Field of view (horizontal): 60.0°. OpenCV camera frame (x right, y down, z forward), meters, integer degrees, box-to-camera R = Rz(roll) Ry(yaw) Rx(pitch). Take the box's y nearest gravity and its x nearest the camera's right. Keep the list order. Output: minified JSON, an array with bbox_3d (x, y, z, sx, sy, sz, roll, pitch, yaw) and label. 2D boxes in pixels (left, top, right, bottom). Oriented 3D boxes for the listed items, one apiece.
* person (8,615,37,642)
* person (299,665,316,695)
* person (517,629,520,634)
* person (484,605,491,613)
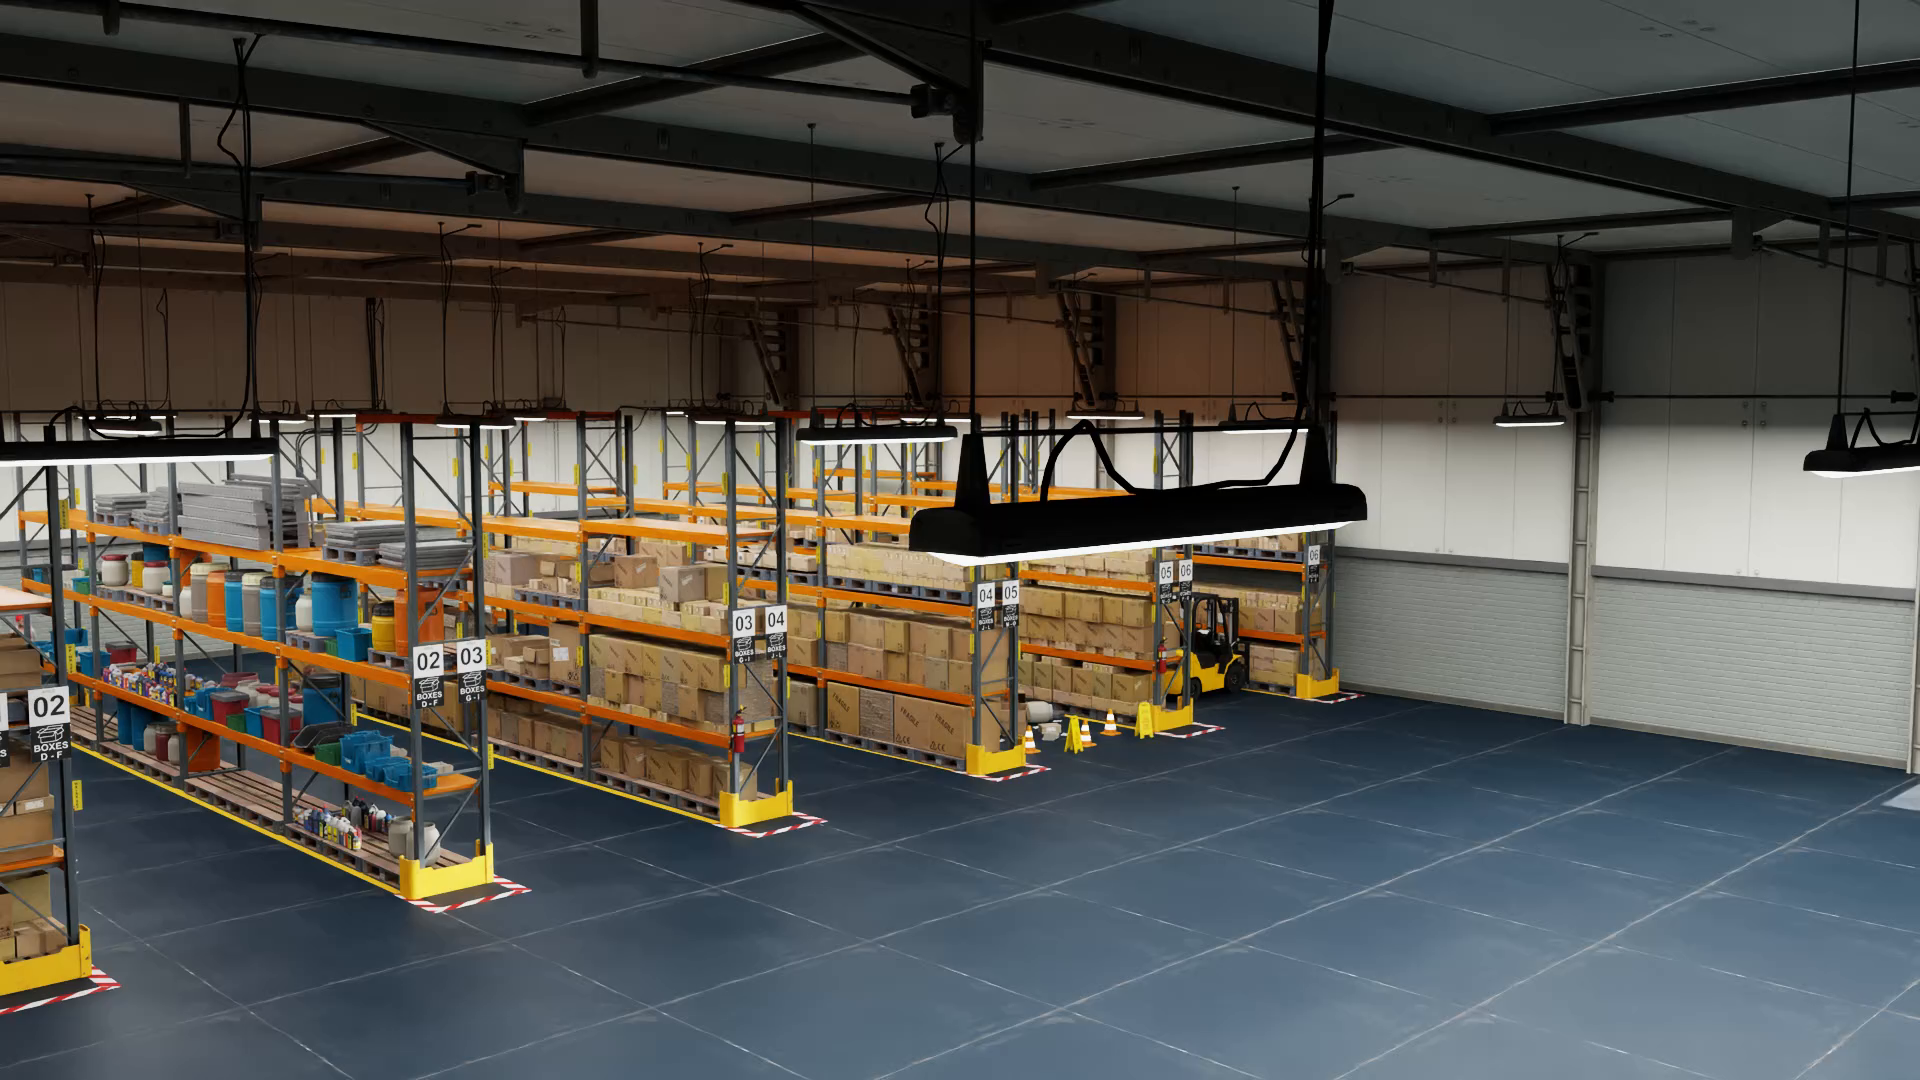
[{"bbox_3d":[-19.760,2.408,35.039,0.494,1.728,1.135,-1,5,-13],"label":"person"},{"bbox_3d":[-11.585,2.972,29.556,0.768,1.562,0.414,5,7,43],"label":"person"},{"bbox_3d":[-8.944,2.592,33.551,0.421,1.608,1.061,-5,7,-43],"label":"person"},{"bbox_3d":[-11.827,1.836,41.534,0.539,1.745,0.766,1,5,6],"label":"person"}]
